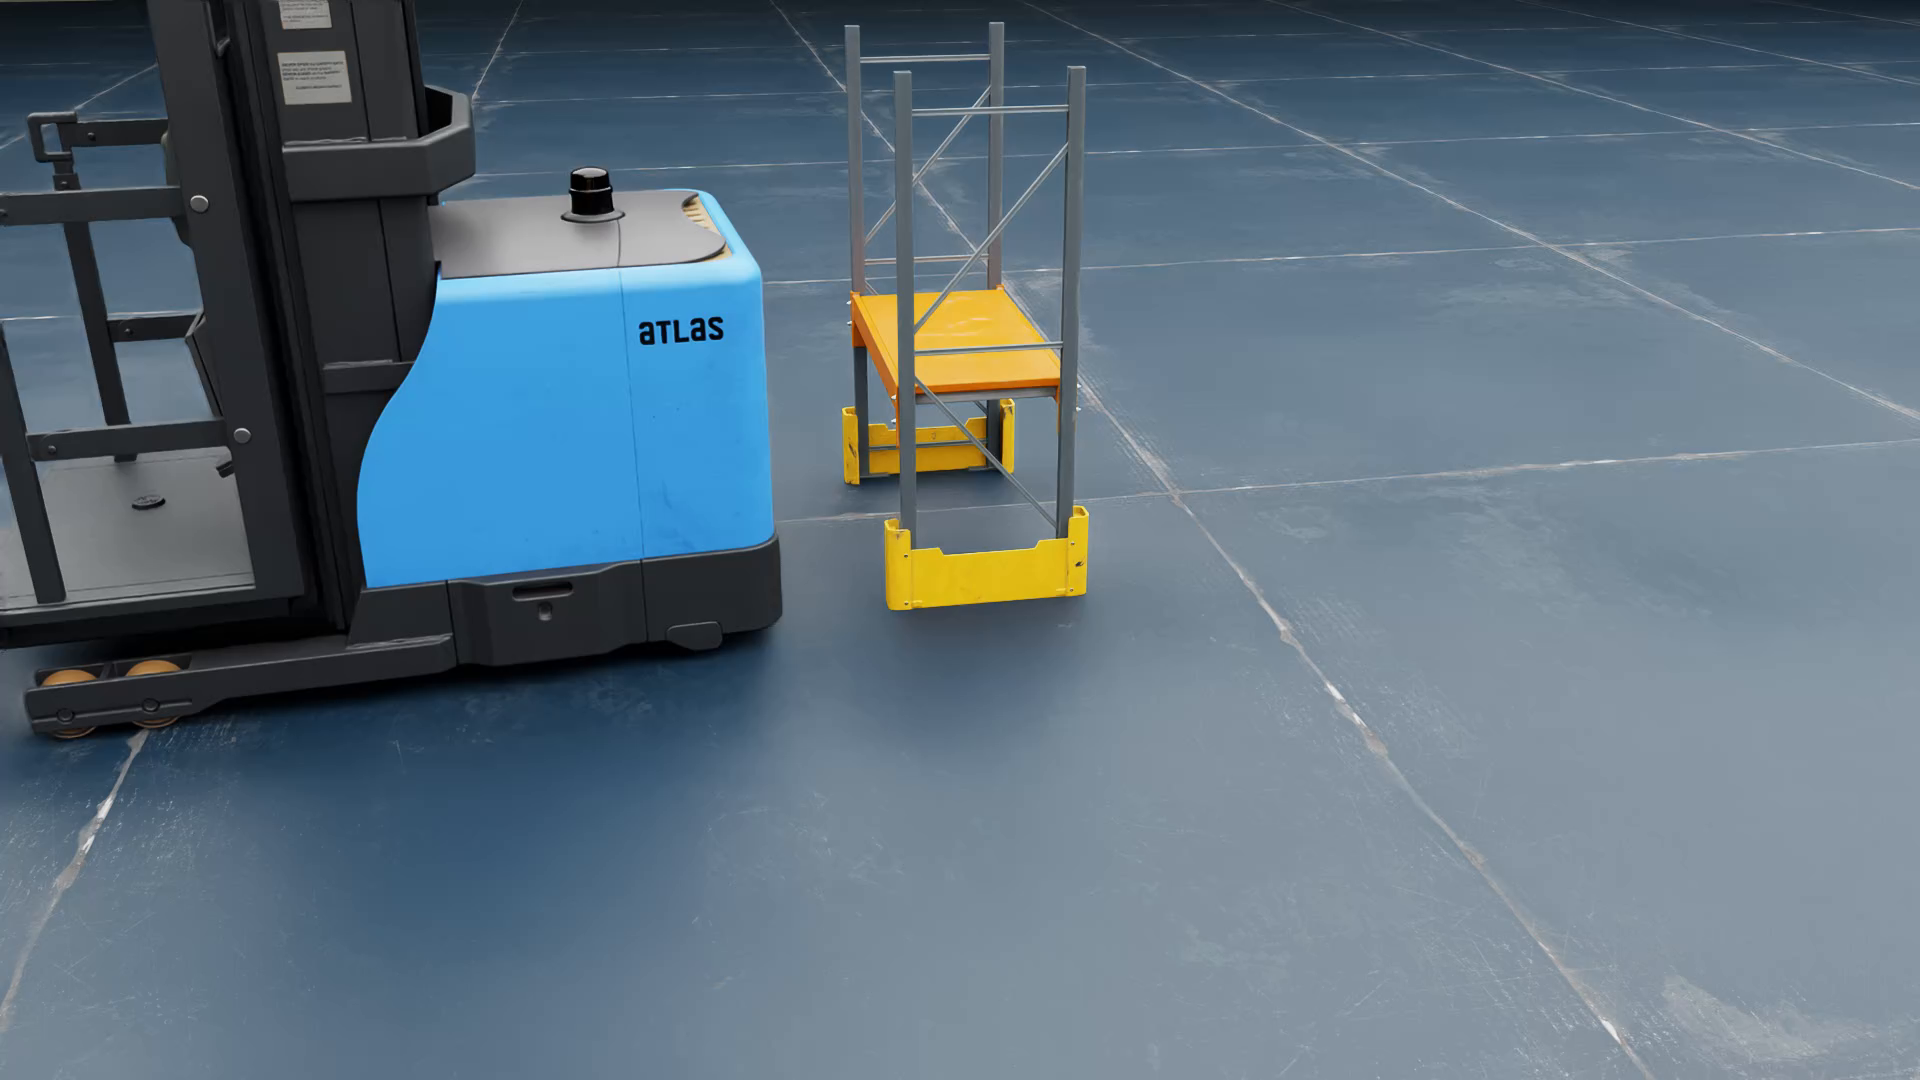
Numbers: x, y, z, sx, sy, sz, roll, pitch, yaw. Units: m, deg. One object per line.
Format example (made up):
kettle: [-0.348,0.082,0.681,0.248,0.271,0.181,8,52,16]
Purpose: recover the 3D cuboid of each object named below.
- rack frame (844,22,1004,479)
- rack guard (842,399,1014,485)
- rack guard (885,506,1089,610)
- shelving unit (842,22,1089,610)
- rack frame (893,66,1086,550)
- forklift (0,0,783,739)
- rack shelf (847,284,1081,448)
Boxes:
rack frame: [-0.110,-0.921,5.484,0.500,1.500,0.032,-4,24,-10]
rack guard: [-0.106,-0.340,5.717,0.587,0.250,0.087,-4,24,-10]
rack guard: [0.078,0.051,4.820,0.587,0.250,0.087,-4,24,-10]
shelving unit: [-0.014,-0.717,5.018,0.587,1.500,1.083,-4,24,-10]
rack frame: [0.078,-0.521,4.569,0.500,1.500,0.032,-4,24,-10]
forklift: [-2.067,-1.086,4.074,3.031,2.935,1.130,-6,24,-14]
rack shelf: [-0.016,-0.556,5.099,0.538,0.185,1.000,-4,24,-10]
